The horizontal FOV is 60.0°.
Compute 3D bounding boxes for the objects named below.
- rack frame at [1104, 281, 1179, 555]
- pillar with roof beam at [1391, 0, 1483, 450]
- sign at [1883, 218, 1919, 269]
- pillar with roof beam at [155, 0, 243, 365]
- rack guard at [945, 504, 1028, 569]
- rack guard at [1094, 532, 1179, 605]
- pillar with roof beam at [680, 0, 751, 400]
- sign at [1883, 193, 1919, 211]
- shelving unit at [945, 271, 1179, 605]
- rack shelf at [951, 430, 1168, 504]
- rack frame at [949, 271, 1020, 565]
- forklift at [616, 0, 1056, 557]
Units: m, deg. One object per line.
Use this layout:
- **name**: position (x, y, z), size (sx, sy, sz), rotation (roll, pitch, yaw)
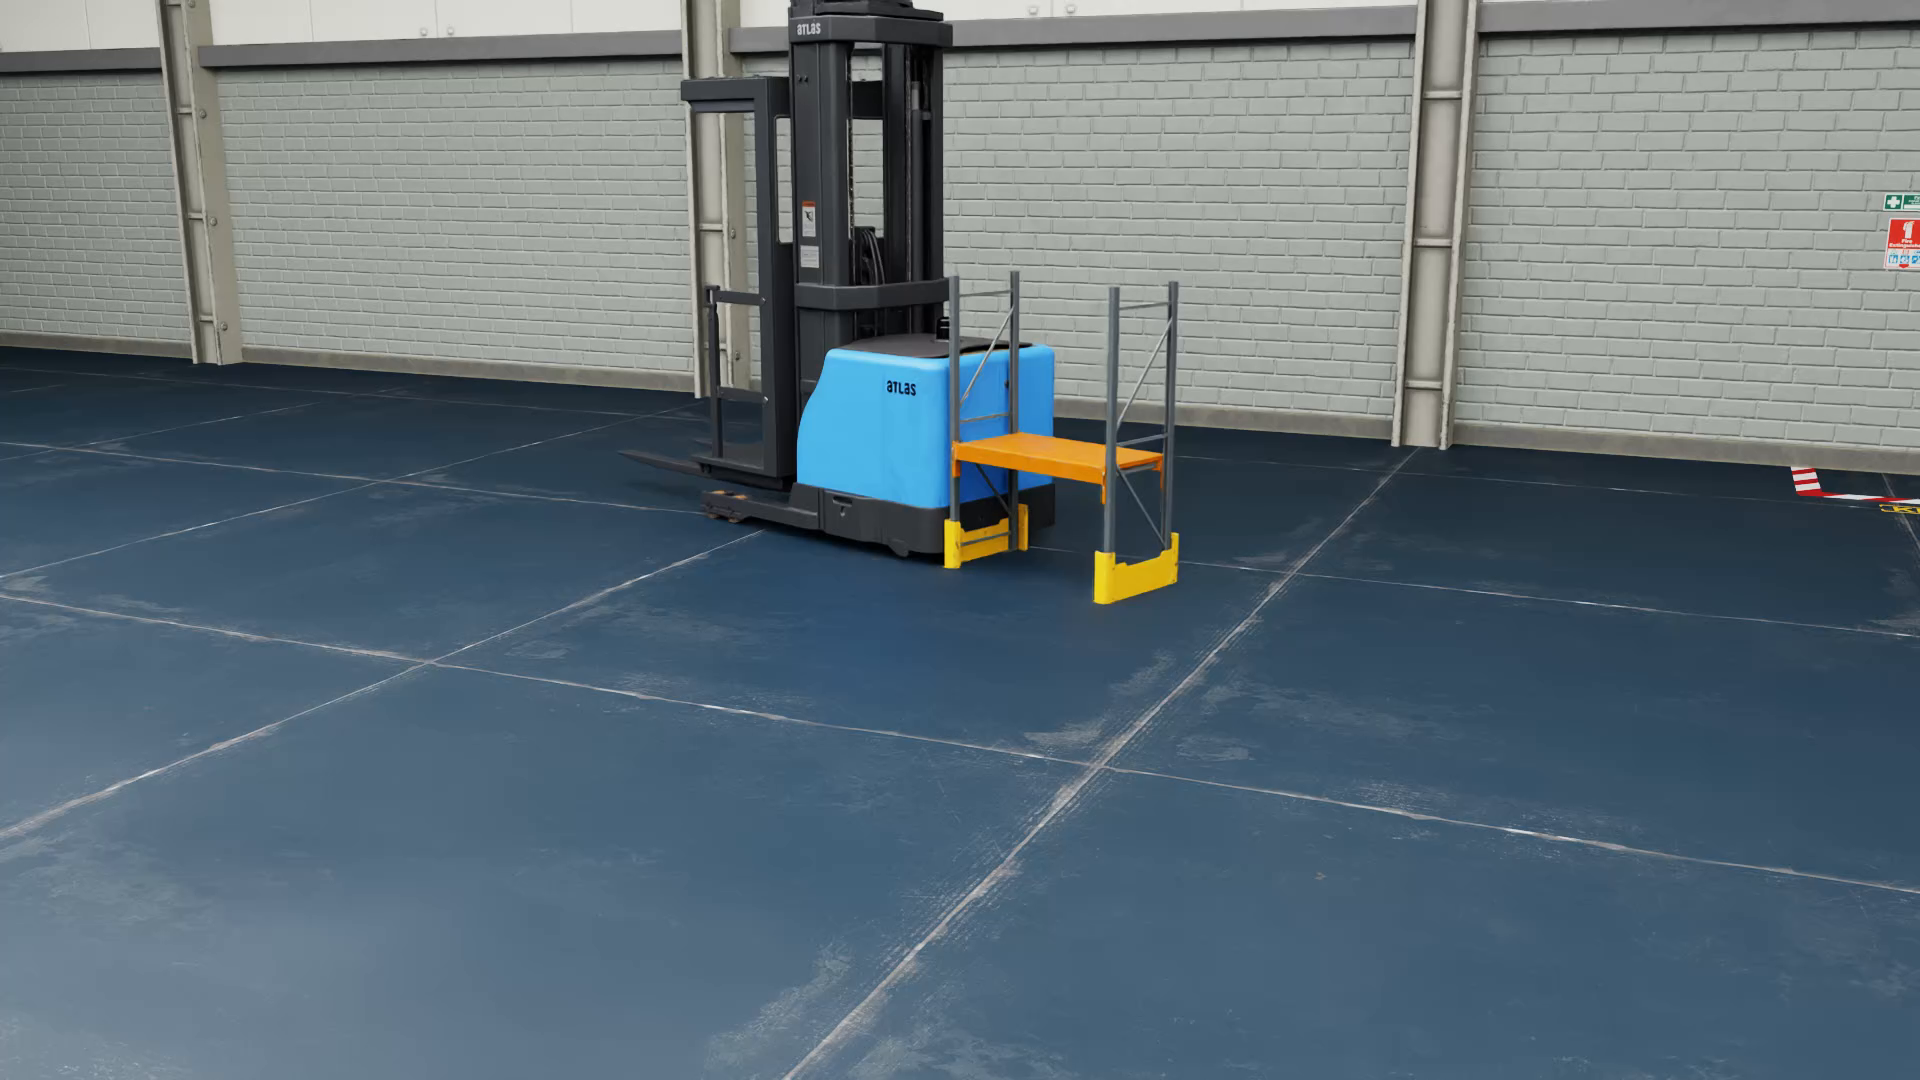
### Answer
- **rack frame**: position (0.868, -0.474, 7.993), size (0.032, 1.500, 0.500), rotation (12, 18, 42)
- **pillar with roof beam**: position (1.660, -4.185, 7.392), size (0.400, 9.000, 9.100), rotation (6, 14, 23)
- **sign**: position (6.182, -1.935, 10.858), size (0.234, 0.329, 0.001), rotation (6, 14, 23)
- **pillar with roof beam**: position (-9.311, -5.296, 12.124), size (0.400, 9.000, 9.100), rotation (6, 14, 23)
- **rack guard**: position (0.144, -0.022, 8.803), size (0.087, 0.250, 0.587), rotation (12, 18, 42)
- **rack guard**: position (0.867, 0.134, 8.136), size (0.087, 0.250, 0.587), rotation (12, 18, 42)
- **pillar with roof beam**: position (-3.826, -4.740, 9.758), size (0.400, 9.000, 9.100), rotation (6, 14, 23)
- **sign**: position (6.183, -2.191, 10.788), size (0.331, 0.109, 0.001), rotation (6, 14, 23)
- **shelving unit**: position (0.505, -0.553, 8.327), size (1.083, 1.500, 0.587), rotation (12, 18, 42)
- **rack shelf**: position (0.499, -0.379, 8.374), size (1.000, 0.185, 0.538), rotation (12, 18, 42)
- **rack frame**: position (0.129, -0.634, 8.673), size (0.032, 1.500, 0.500), rotation (12, 18, 42)
- **forklift**: position (-0.886, -1.600, 9.656), size (3.031, 2.935, 1.130), rotation (12, 18, 42)
